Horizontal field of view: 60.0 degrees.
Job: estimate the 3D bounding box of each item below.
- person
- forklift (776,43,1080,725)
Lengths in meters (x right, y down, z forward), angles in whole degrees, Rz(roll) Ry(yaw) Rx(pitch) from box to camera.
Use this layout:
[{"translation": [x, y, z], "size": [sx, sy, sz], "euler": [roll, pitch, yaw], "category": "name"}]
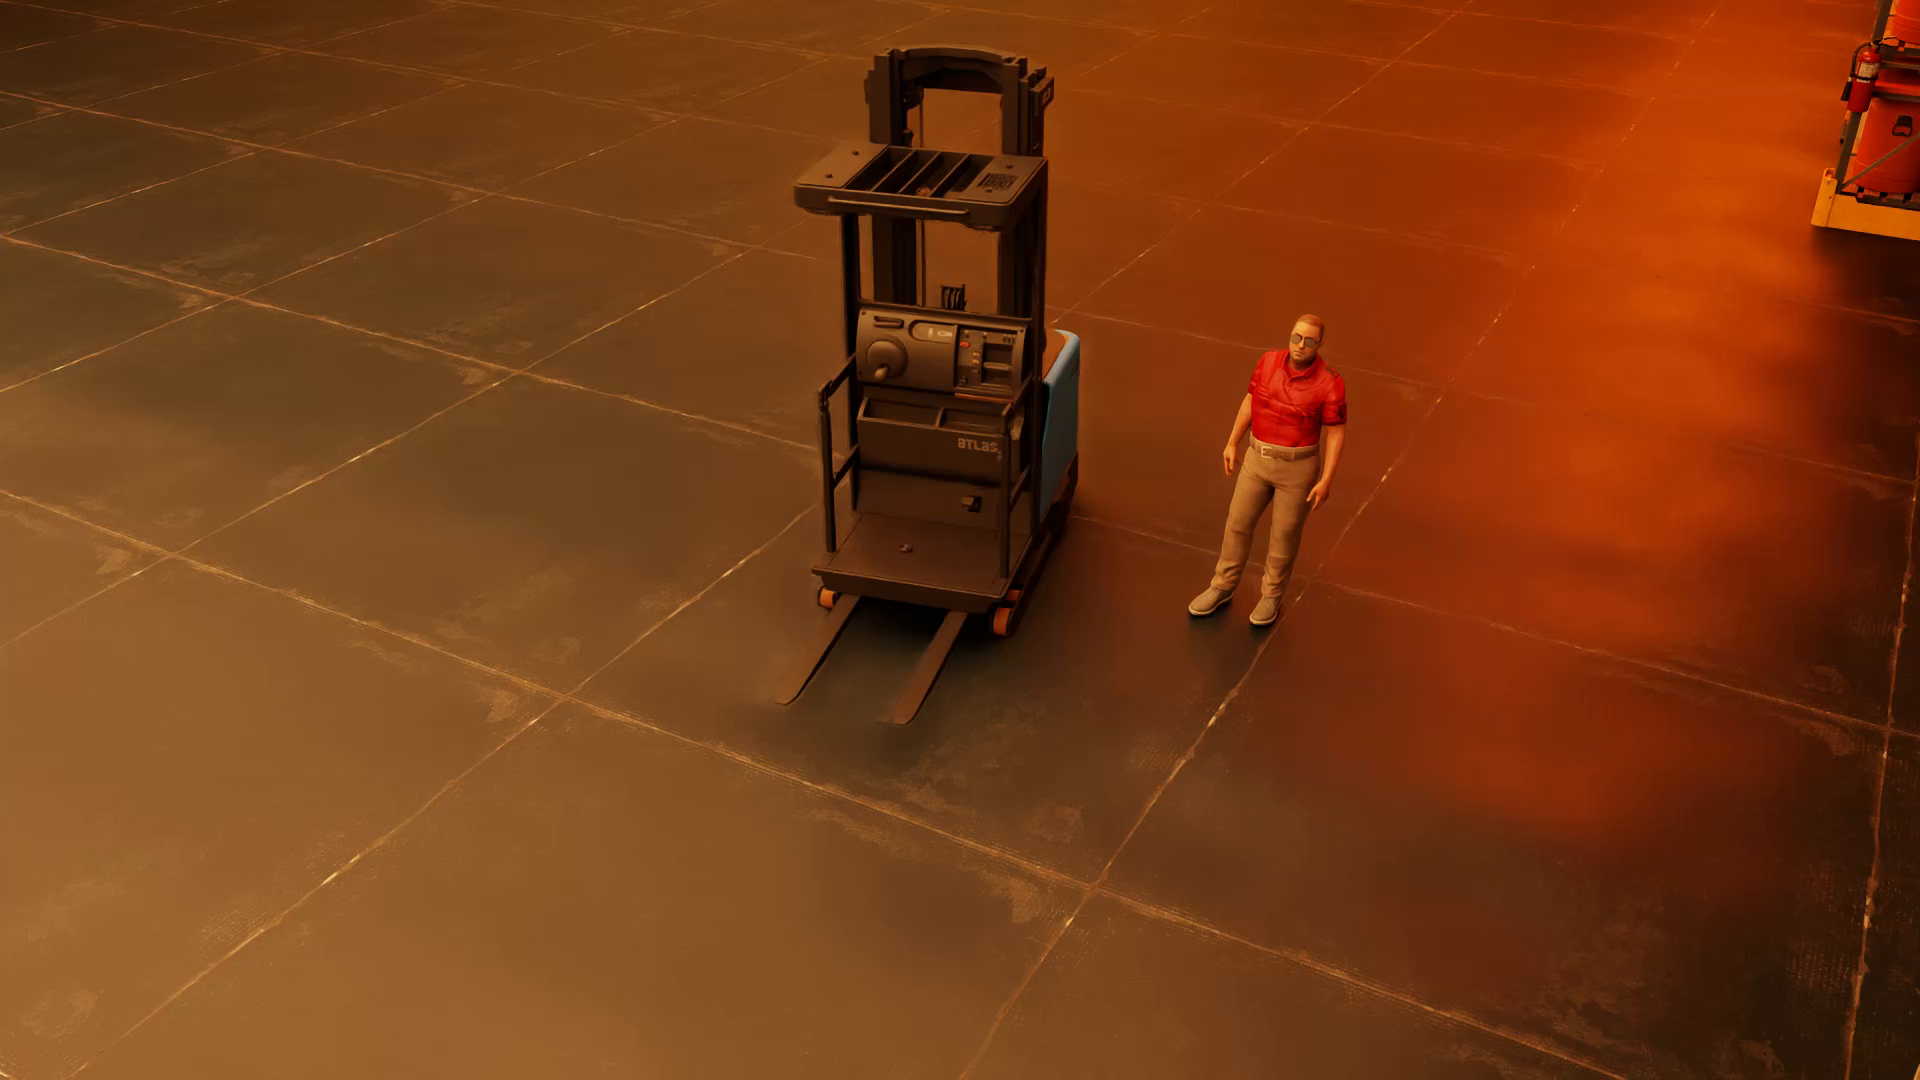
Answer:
[{"translation": [1.666, -0.355, 8.875], "size": [0.640, 1.727, 0.551], "euler": [20, 36, 31], "category": "person"}, {"translation": [-0.163, -0.959, 8.732], "size": [1.130, 2.935, 3.031], "euler": [8, 31, 14], "category": "forklift"}]
